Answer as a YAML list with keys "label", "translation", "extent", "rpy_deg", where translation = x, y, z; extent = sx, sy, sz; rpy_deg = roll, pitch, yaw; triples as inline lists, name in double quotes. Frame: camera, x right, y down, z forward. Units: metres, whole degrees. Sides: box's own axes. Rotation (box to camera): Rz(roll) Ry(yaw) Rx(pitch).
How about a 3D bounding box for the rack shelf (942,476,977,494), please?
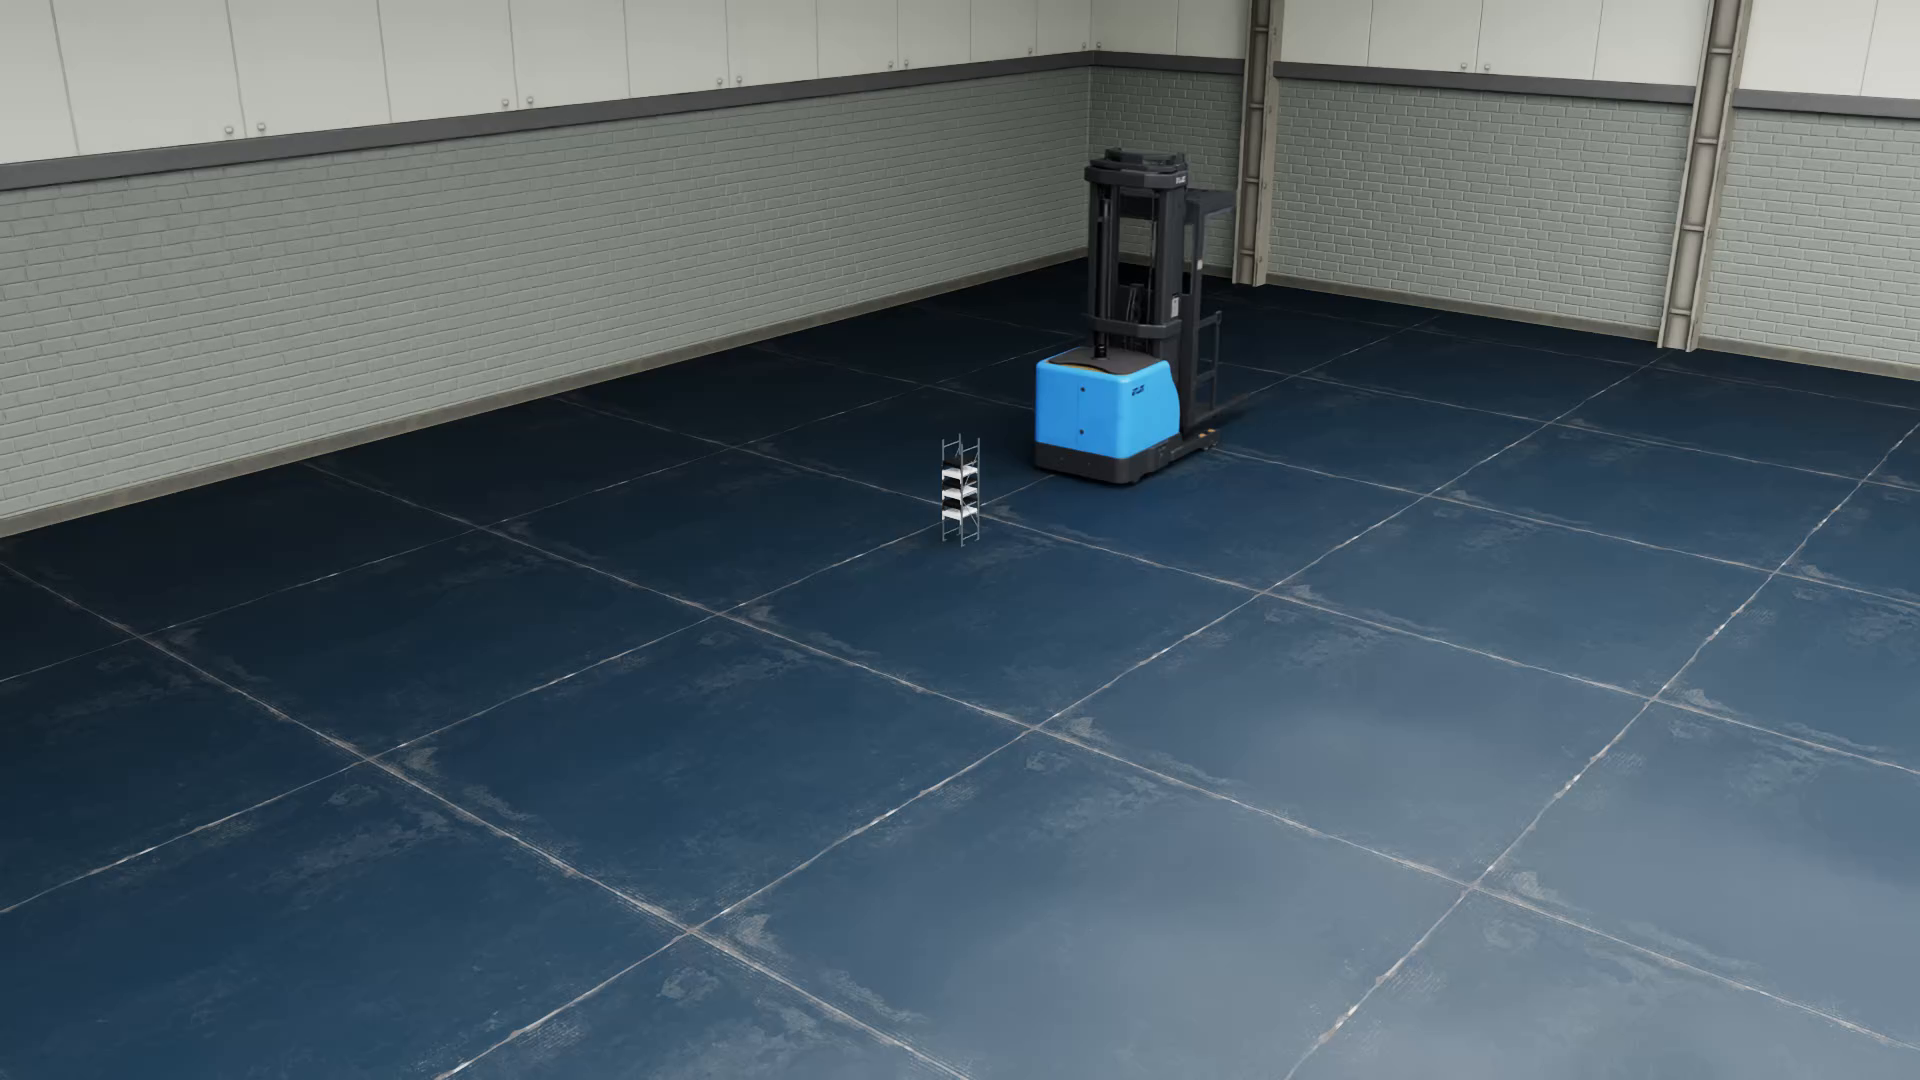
- label: "rack shelf"
  translation: [0.006, -0.472, 13.985]
  extent: [0.200, 0.077, 0.258]
  rpy_deg: [16, 26, 36]

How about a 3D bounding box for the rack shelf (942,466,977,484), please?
- label: "rack shelf"
  translation: [0.006, -0.556, 13.953]
  extent: [0.200, 0.077, 0.258]
  rpy_deg: [16, 26, 36]

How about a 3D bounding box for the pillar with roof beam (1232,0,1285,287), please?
- label: "pillar with roof beam"
  translation: [1.449, -6.742, 19.292]
  extent: [0.400, 9.000, 9.100]
  rpy_deg: [16, 26, 36]

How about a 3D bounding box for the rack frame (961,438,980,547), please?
- label: "rack frame"
  translation: [0.085, -0.397, 13.944]
  extent: [0.006, 0.900, 0.240]
  rpy_deg: [16, 26, 36]

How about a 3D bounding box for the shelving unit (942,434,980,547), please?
- label: "shelving unit"
  translation: [0.006, -0.419, 14.005]
  extent: [0.210, 0.900, 0.258]
  rpy_deg: [16, 26, 36]

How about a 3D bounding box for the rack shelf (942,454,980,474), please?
- label: "rack shelf"
  translation: [0.006, -0.641, 13.921]
  extent: [0.200, 0.077, 0.258]
  rpy_deg: [16, 26, 36]

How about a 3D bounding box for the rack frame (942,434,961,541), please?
- label: "rack frame"
  translation: [-0.072, -0.442, 14.065]
  extent: [0.006, 0.900, 0.240]
  rpy_deg: [16, 26, 36]

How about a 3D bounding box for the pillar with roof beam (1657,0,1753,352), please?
- label: "pillar with roof beam"
  translation: [6.098, -5.403, 15.742]
  extent: [0.400, 9.000, 9.100]
  rpy_deg: [16, 26, 36]

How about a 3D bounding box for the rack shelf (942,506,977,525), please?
- label: "rack shelf"
  translation: [0.006, -0.220, 14.080]
  extent: [0.200, 0.077, 0.258]
  rpy_deg: [16, 26, 36]

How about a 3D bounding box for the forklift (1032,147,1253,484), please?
- label: "forklift"
  translation: [1.959, -2.351, 16.248]
  extent: [1.130, 2.935, 3.031]
  rpy_deg: [14, 25, 33]

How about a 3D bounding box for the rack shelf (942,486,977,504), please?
- label: "rack shelf"
  translation: [0.006, -0.388, 14.016]
  extent: [0.200, 0.077, 0.258]
  rpy_deg: [16, 26, 36]

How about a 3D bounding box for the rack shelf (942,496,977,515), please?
- label: "rack shelf"
  translation: [0.006, -0.304, 14.048]
  extent: [0.200, 0.077, 0.258]
  rpy_deg: [16, 26, 36]
